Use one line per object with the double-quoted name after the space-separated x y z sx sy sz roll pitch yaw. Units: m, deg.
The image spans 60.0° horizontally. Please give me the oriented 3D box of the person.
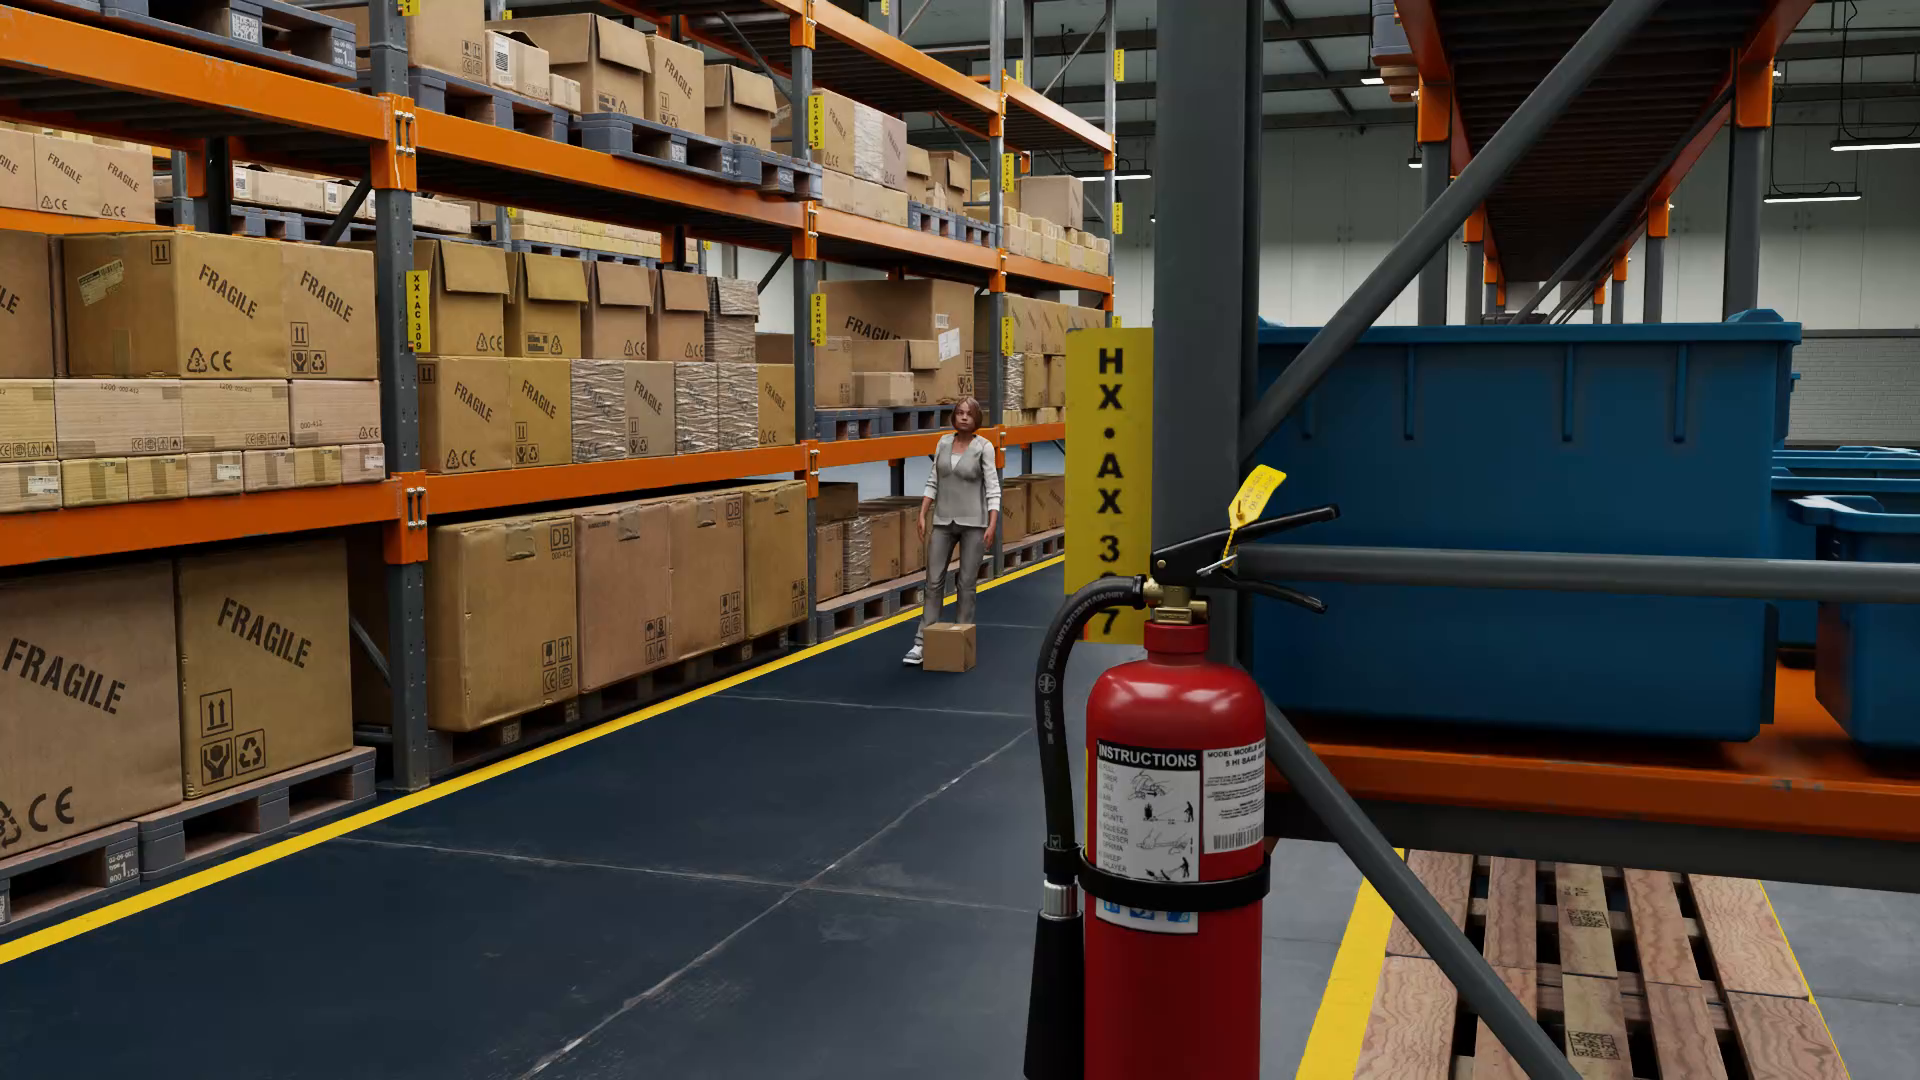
-0.036 -0.059 9.983 0.521 1.597 0.474 2 6 19 "person"
